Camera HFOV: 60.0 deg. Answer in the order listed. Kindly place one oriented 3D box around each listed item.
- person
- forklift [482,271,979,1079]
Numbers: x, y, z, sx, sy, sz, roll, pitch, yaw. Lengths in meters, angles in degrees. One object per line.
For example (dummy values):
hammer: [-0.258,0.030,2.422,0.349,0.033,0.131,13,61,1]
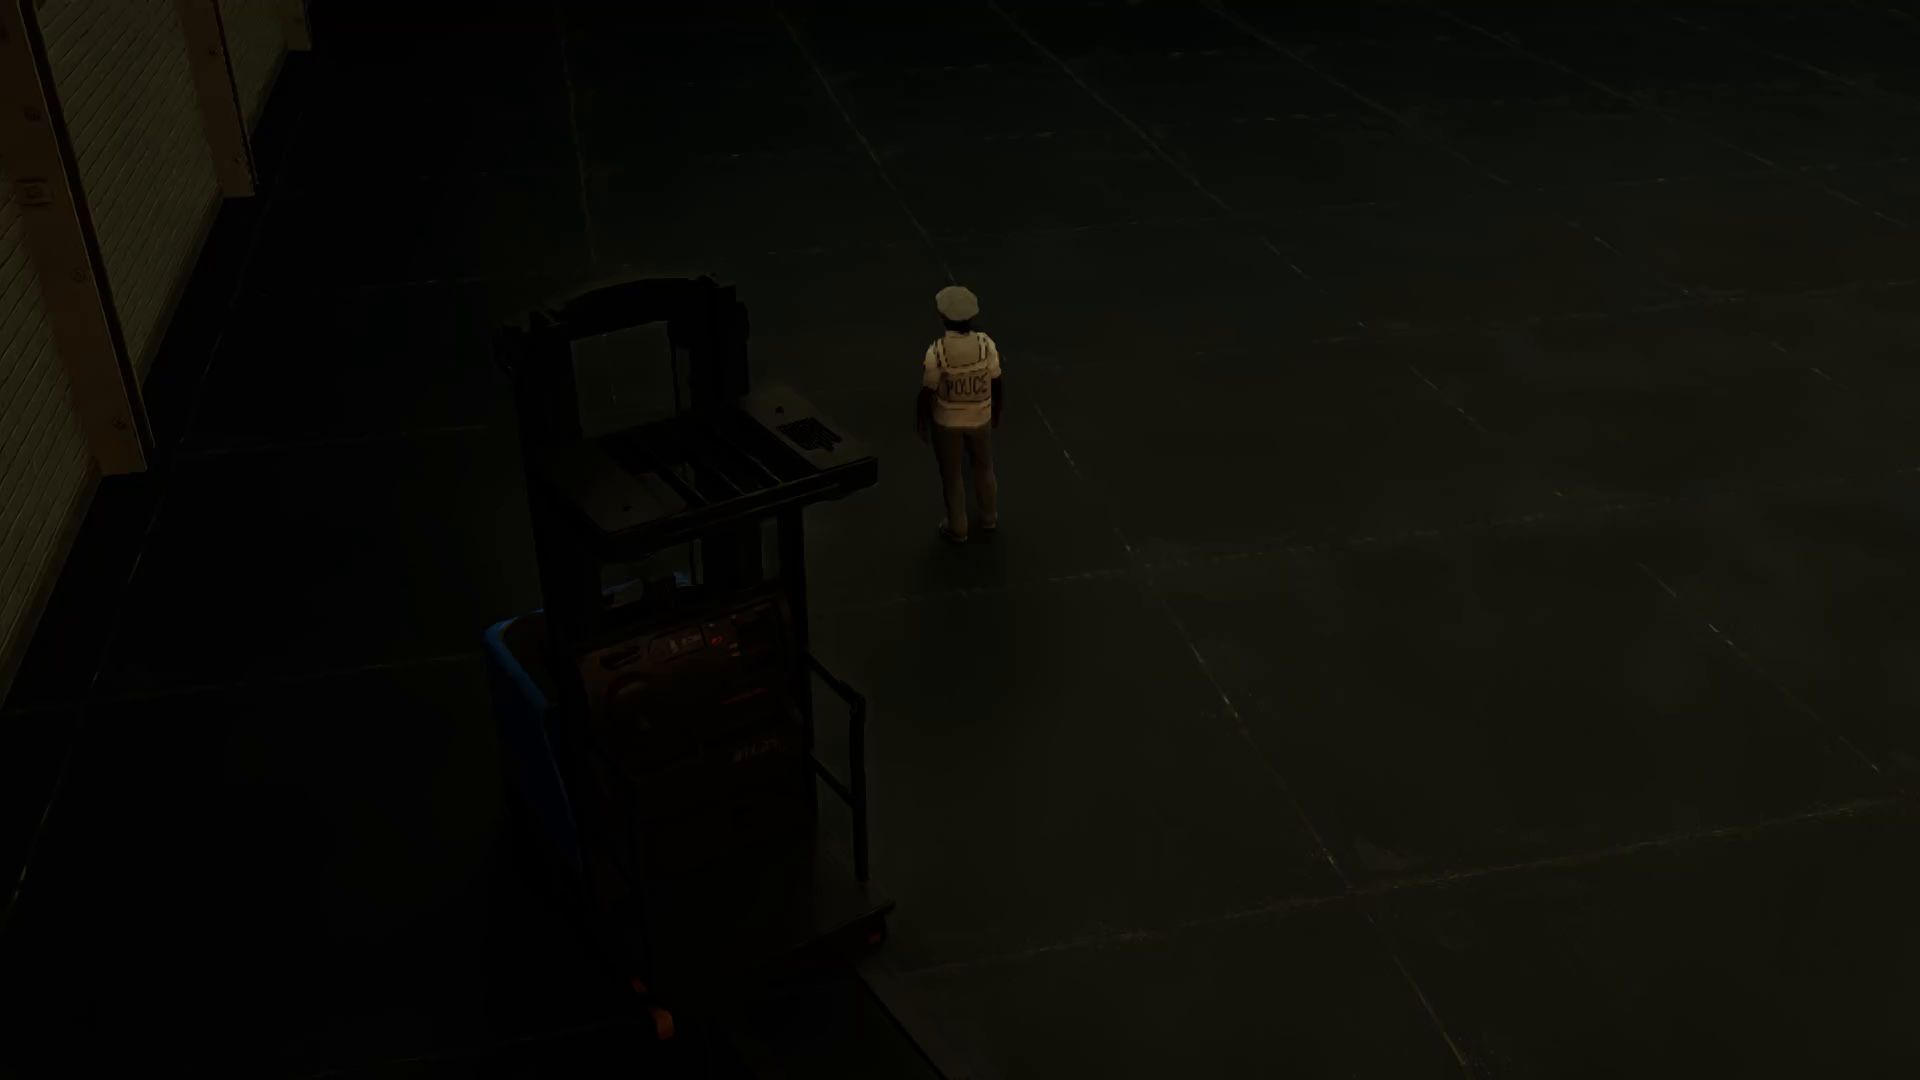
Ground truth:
person: [0.002,-0.779,10.139,0.570,1.695,0.529,-7,31,-12]
forklift: [-0.986,0.540,6.641,1.130,2.935,3.031,-18,35,-29]
